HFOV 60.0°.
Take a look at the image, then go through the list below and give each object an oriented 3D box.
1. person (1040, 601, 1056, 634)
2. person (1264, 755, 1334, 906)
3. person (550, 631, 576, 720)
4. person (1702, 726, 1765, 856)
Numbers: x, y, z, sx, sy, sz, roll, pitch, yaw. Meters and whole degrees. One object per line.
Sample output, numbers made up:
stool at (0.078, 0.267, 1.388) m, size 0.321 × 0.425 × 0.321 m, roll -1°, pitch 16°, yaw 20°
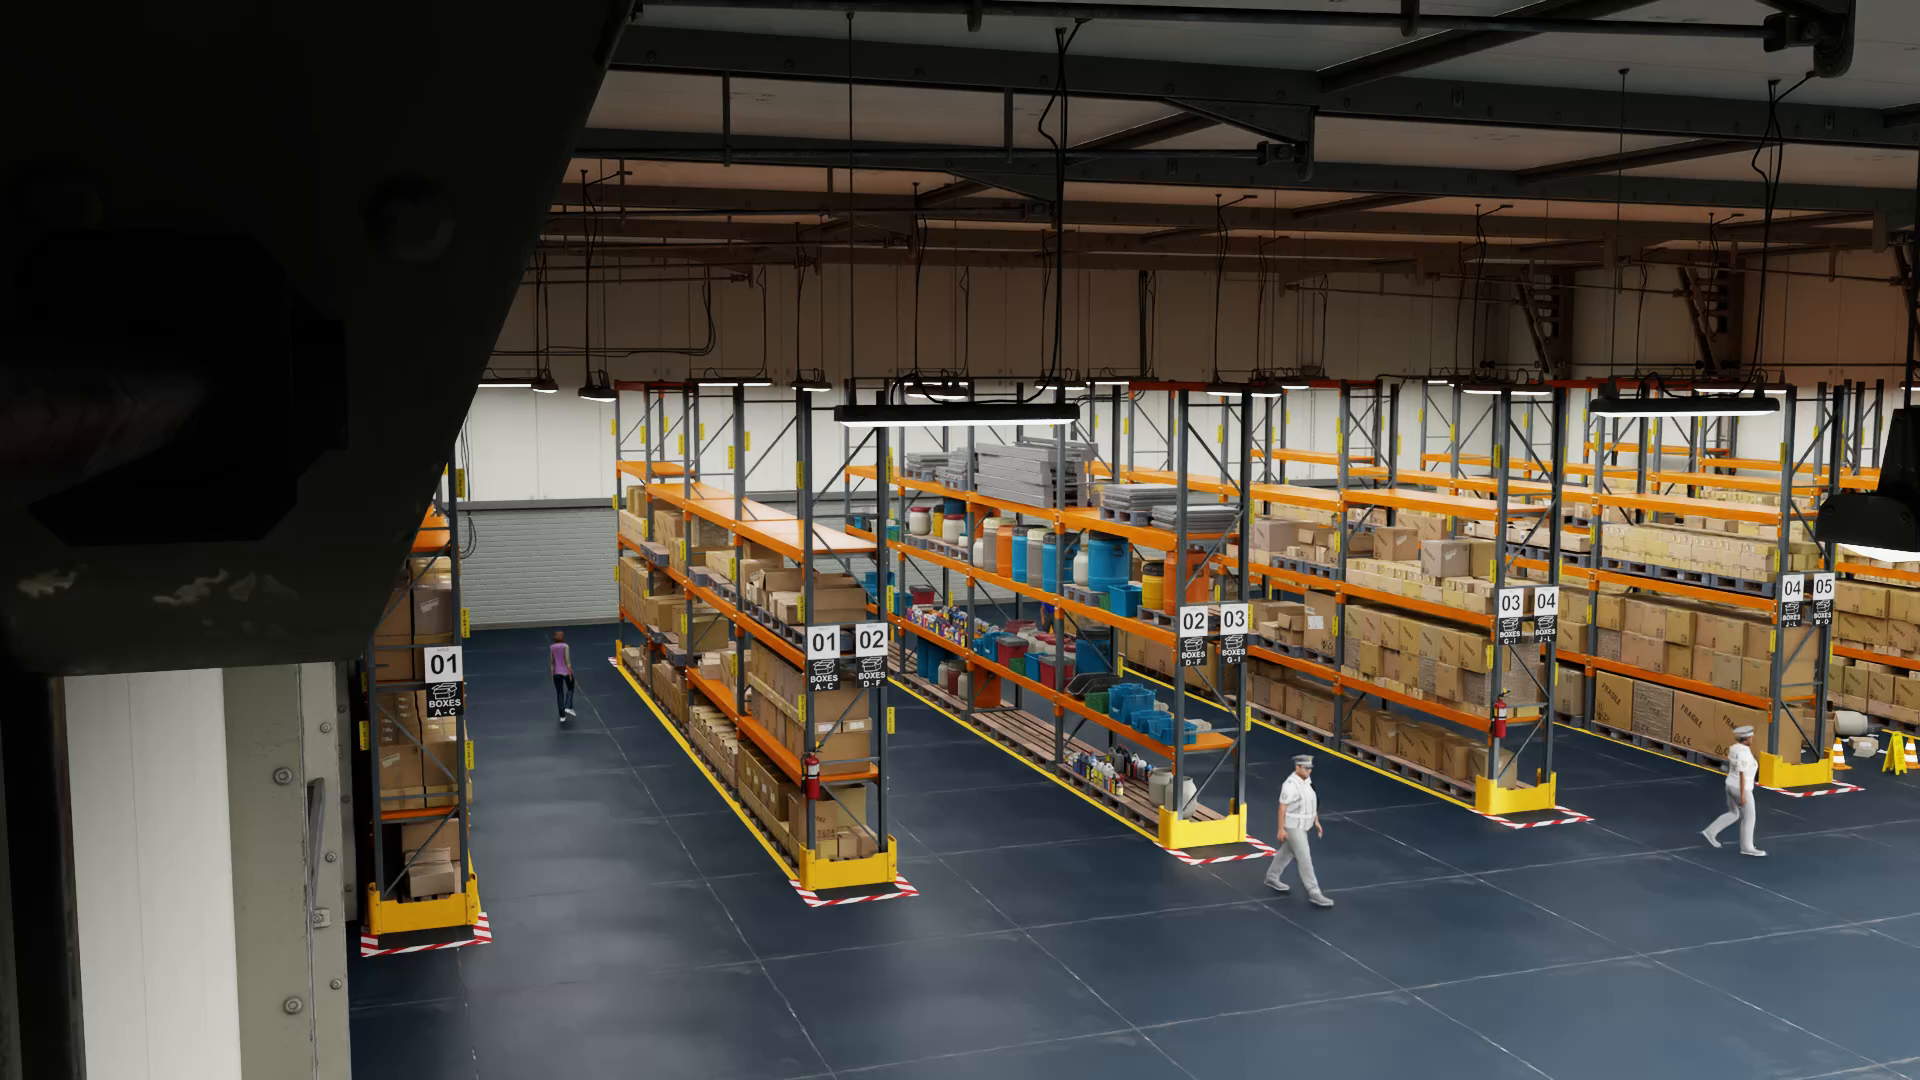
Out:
person at (1.971, 1.716, 35.931) m, size 0.521 × 1.595 × 0.998 m, roll -1°, pitch 6°, yaw -14°
person at (4.046, 3.378, 19.684) m, size 0.992 × 1.701 × 0.567 m, roll 4°, pitch 7°, yaw 33°
person at (-7.079, 2.405, 29.585) m, size 0.444 × 1.583 × 0.469 m, roll -1°, pitch 6°, yaw -8°
person at (10.045, 3.227, 21.557) m, size 0.717 × 1.658 × 0.500 m, roll 0°, pitch 6°, yaw 5°
